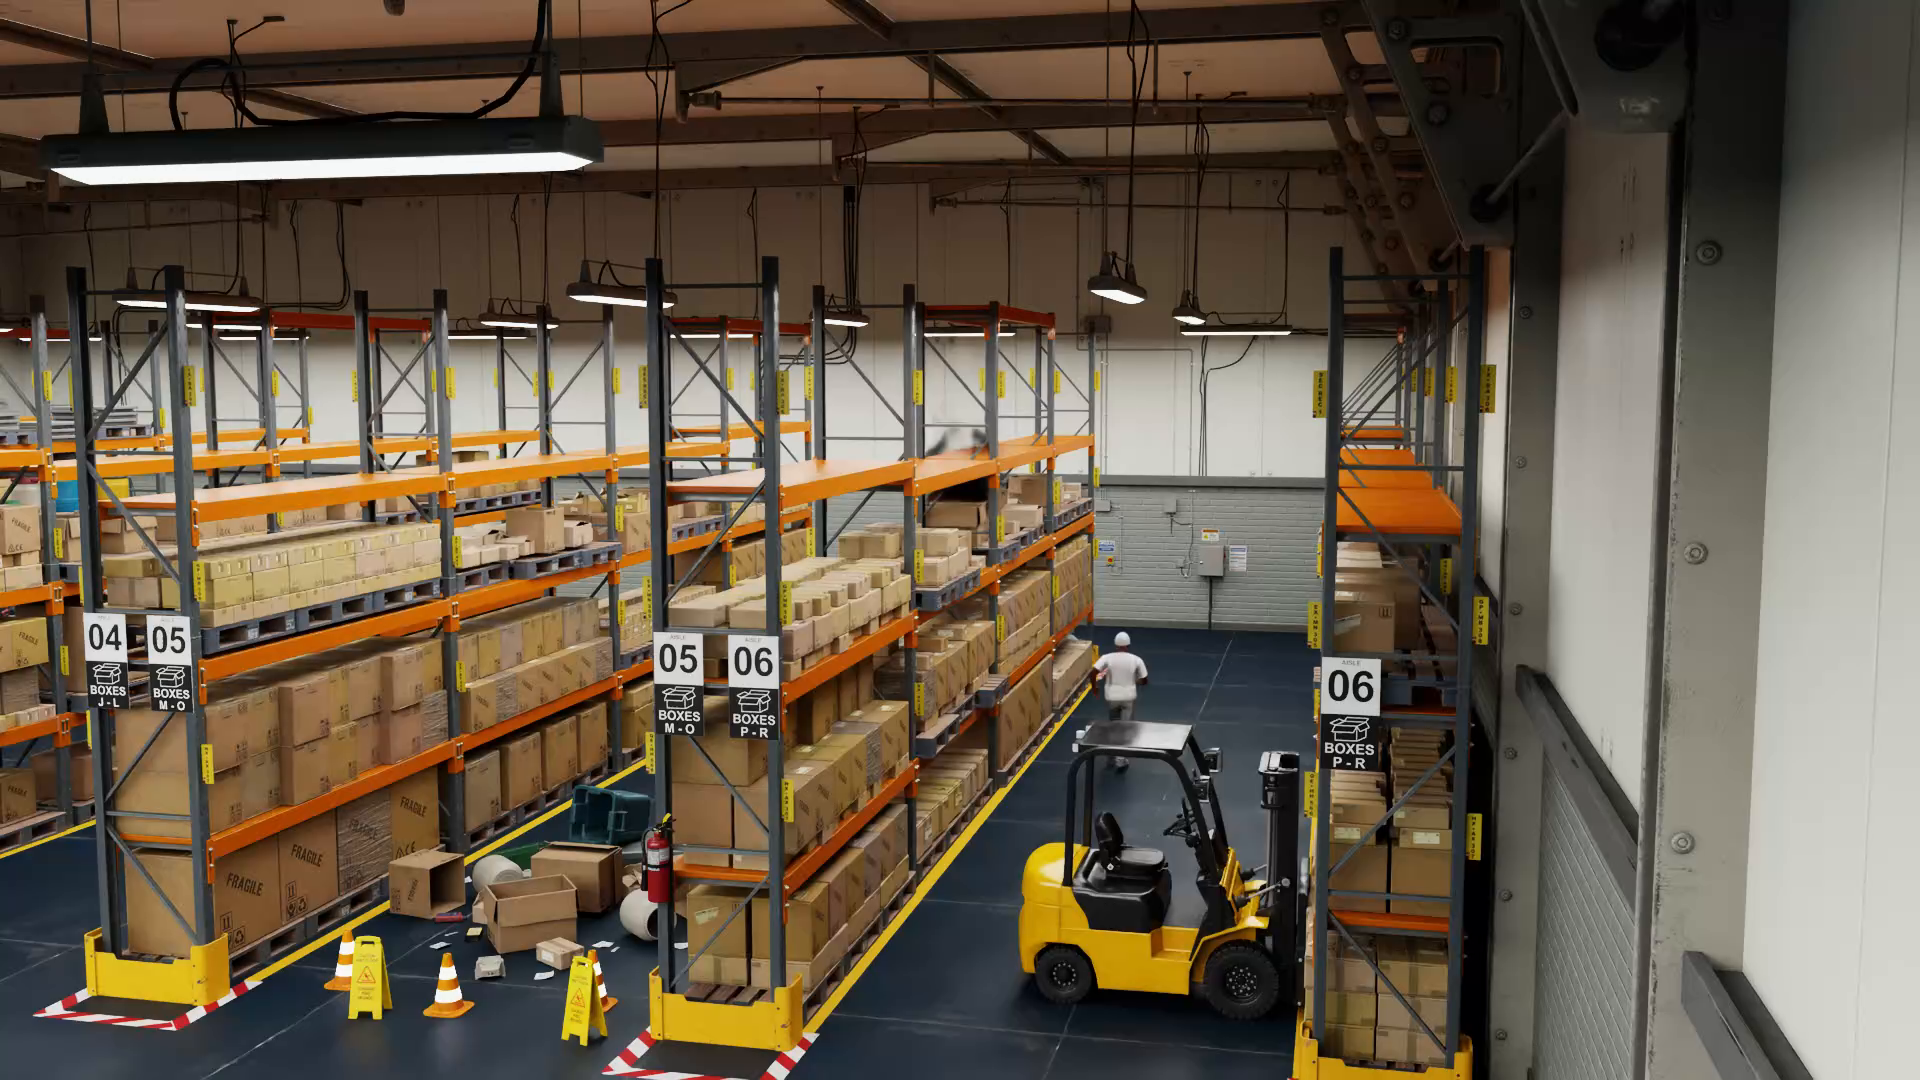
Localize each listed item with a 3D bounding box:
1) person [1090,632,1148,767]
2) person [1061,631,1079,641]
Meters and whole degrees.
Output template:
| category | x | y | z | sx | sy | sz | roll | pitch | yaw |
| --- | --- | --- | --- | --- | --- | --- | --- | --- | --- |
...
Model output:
| category | x | y | z | sx | sy | sz | roll | pitch | yaw |
| --- | --- | --- | --- | --- | --- | --- | --- | --- | --- |
| person | 2.095 | 2.106 | 21.786 | 0.729 | 1.815 | 0.722 | 2 | 6 | 15 |
| person | 1.871 | 1.372 | 29.583 | 0.882 | 1.665 | 0.630 | 4 | 7 | 34 |
